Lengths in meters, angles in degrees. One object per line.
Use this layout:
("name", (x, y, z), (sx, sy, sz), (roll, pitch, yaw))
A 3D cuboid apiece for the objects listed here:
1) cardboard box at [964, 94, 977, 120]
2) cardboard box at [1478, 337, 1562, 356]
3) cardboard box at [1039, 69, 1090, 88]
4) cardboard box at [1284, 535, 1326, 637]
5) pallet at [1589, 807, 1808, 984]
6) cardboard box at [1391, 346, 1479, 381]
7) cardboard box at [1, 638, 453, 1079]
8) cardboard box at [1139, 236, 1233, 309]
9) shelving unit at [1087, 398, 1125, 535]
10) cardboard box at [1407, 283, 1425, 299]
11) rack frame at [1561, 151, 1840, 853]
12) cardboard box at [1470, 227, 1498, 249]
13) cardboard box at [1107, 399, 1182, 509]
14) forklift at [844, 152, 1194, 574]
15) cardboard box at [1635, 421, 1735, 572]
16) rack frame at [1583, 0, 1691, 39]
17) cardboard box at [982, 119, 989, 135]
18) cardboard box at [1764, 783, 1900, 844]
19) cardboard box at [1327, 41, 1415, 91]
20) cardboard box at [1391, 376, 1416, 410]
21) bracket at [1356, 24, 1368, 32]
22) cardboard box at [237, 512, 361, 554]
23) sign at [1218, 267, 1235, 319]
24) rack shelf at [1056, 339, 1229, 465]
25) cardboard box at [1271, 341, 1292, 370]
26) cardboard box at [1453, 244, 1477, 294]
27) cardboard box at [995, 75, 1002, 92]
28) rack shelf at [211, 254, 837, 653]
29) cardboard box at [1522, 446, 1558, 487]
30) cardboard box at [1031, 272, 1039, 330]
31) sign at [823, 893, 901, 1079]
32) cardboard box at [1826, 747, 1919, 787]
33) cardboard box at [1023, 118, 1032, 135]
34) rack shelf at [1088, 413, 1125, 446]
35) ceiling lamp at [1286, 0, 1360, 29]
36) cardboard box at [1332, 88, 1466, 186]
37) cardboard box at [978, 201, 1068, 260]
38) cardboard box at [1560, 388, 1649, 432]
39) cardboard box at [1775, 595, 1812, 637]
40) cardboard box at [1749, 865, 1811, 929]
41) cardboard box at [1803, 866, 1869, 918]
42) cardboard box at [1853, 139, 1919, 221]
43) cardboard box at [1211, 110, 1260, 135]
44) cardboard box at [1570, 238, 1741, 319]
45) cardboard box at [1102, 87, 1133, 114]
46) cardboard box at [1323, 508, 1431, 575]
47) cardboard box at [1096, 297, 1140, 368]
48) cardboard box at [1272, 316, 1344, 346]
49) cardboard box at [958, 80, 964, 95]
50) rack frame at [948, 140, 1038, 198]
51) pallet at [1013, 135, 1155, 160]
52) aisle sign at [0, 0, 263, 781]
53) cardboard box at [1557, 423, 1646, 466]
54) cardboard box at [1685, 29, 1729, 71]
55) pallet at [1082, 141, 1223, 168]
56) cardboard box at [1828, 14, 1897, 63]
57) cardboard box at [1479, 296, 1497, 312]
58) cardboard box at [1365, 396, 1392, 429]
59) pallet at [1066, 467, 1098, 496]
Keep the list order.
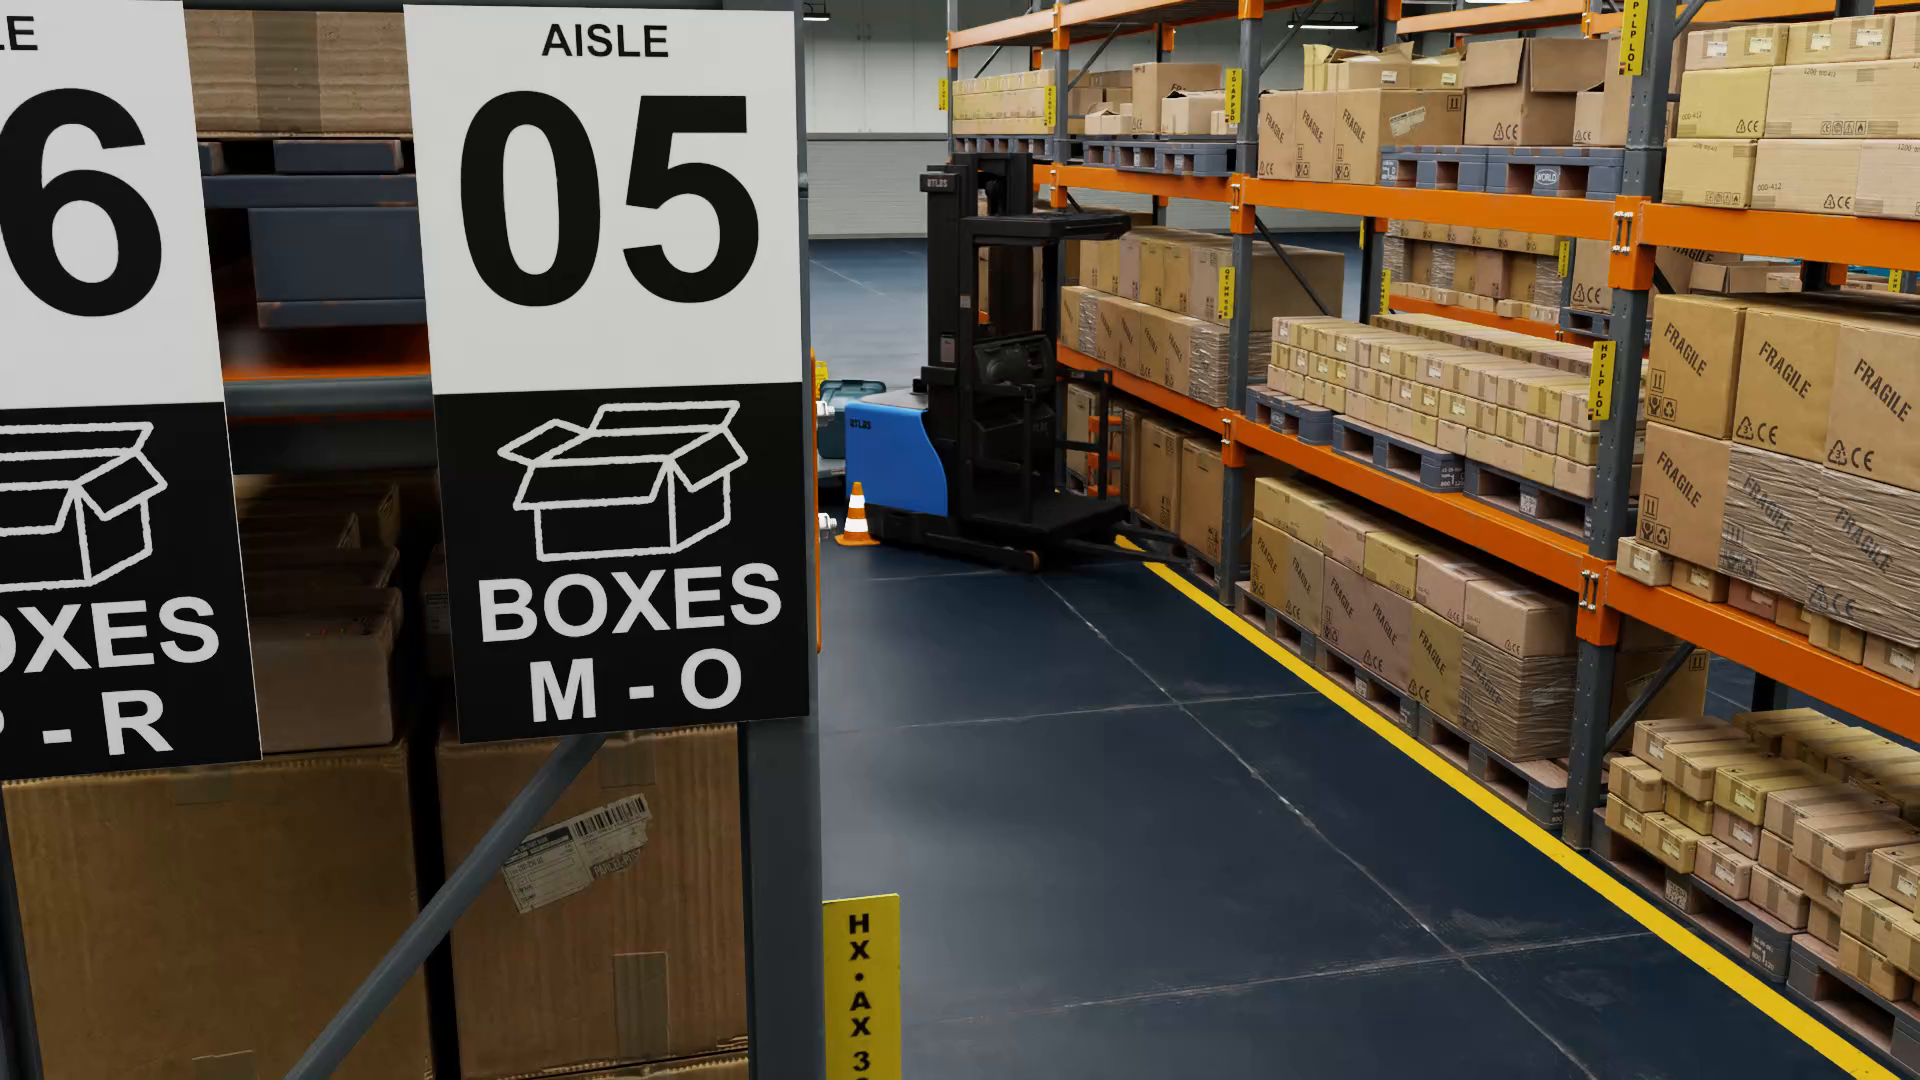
("cardboard box", (0.348, -4.432, 17.023), (0.500, 0.250, 0.500), (-3, 14, -14))
("cardboard box", (3.105, -1.033, 9.227), (0.380, 0.149, 0.250), (-3, 14, -10))
("cardboard box", (0.907, -4.013, 14.465), (0.380, 0.149, 0.250), (-3, 14, -14))
("cardboard box", (2.282, 0.255, 9.944), (0.500, 0.500, 0.500), (-3, 14, -13))
("pallet", (3.374, 1.382, 6.825), (1.003, 0.211, 1.213), (-3, 14, -13))
("cardboard box", (2.528, -0.941, 8.849), (0.380, 0.149, 0.250), (-3, 14, -14))
("cardboard box", (-1.011, 0.464, 2.389), (0.500, 0.500, 0.500), (-3, 14, -11))
("cardboard box", (1.784, -2.039, 12.637), (0.700, 0.500, 0.500), (-3, 14, -14))
("shelving unit", (1.144, -0.575, 13.070), (0.215, 1.050, 0.252), (-4, 14, -16))
("cardboard box", (5.207, -2.772, 18.483), (0.380, 0.149, 0.250), (-3, 14, -13))
("rack frame", (3.182, -0.126, 7.120), (1.000, 3.000, 0.127), (-3, 14, -13))
("cardboard box", (5.540, -3.222, 16.851), (0.500, 0.500, 0.500), (-3, 14, -13))
("cardboard box", (1.759, -0.721, 13.414), (1.050, 0.750, 0.750), (-3, 14, -13))
("forklift", (0.571, -1.324, 12.172), (3.031, 2.935, 1.130), (10, 17, 36))
("cardboard box", (3.053, -0.190, 6.548), (0.500, 0.500, 0.500), (-4, 14, -14))
("rack frame", (6.148, -5.138, 14.999), (1.000, 3.000, 0.127), (-3, 14, -13))
("cardboard box", (0.429, -4.093, 16.475), (0.380, 0.149, 0.250), (-3, 14, -14))
("cardboard box", (3.259, 1.039, 6.224), (0.380, 0.149, 0.250), (-4, 14, -15))
("cardboard box", (2.289, -2.642, 9.275), (0.396, 0.266, 0.258), (-3, 14, -13))
("cardboard box", (2.532, -0.793, 8.870), (0.380, 0.149, 0.250), (-3, 14, -11))
("bracket", (12.614, -16.068, 52.152), (0.235, 0.232, 0.430), (-3, 14, -13))
("cardboard box", (-1.171, 0.063, 2.663), (0.380, 0.149, 0.250), (-3, 14, -14))
("sign", (1.704, -1.579, 10.630), (0.100, 0.325, 0.005), (-3, 14, -13))
("rack shelf", (1.773, -1.160, 12.871), (1.077, 0.370, 4.000), (-3, 14, -13))
("cardboard box", (2.161, -1.152, 10.340), (0.380, 0.149, 0.250), (-3, 14, -11))
("cardboard box", (5.727, -2.869, 17.513), (0.875, 0.500, 0.500), (-3, 14, -13))
("cardboard box", (0.550, -4.363, 15.899), (0.380, 0.149, 0.250), (-3, 14, -12))
("rack shelf", (-1.136, -0.473, 3.737), (1.077, 0.370, 4.000), (-3, 14, -13))
("cardboard box", (2.835, -0.348, 7.675), (0.380, 0.149, 0.250), (-3, 14, -13))
("cardboard box", (1.054, -2.254, 15.517), (0.875, 0.550, 0.550), (-3, 14, -13))
("sign", (-0.125, 0.608, 2.128), (0.100, 0.325, 0.005), (-3, 14, -13))
("cardboard box", (3.683, 0.948, 6.596), (0.380, 0.149, 0.250), (-3, 14, -14))
("cardboard box", (0.785, -3.743, 15.039), (0.380, 0.149, 0.250), (-3, 14, -12))
("rack shelf", (1.144, -0.841, 13.005), (0.215, 0.259, 0.240), (-4, 14, -16))
("ceiling lamp", (9.698, -15.365, 44.557), (2.000, 3.185, 0.800), (-3, 14, -13))
("cardboard box", (2.365, -2.177, 8.988), (0.500, 0.500, 0.500), (-3, 14, -13))
("cardboard box", (0.632, -3.145, 16.888), (0.875, 0.550, 0.550), (-3, 14, -13))
("cardboard box", (2.898, -0.578, 7.364), (0.380, 0.149, 0.250), (-3, 14, -11))
("cardboard box", (3.235, 0.257, 6.084), (0.380, 0.149, 0.250), (-4, 14, -16))
("cardboard box", (3.235, 1.329, 6.289), (0.380, 0.149, 0.250), (-4, 14, -14))
("cardboard box", (3.297, 1.247, 5.997), (0.380, 0.149, 0.250), (-3, 14, -11))
("cardboard box", (3.264, -1.152, 5.318), (0.500, 0.250, 0.500), (-3, 14, -11))
("cardboard box", (1.888, -2.770, 11.023), (0.380, 0.166, 0.250), (-3, 14, -13))
("cardboard box", (6.199, -2.529, 14.808), (1.000, 1.000, 1.000), (-3, 14, -13))
("cardboard box", (1.461, -3.881, 14.765), (0.500, 0.250, 0.500), (-3, 14, -13))
("cardboard box", (2.392, 0.002, 9.400), (0.500, 0.250, 0.500), (-3, 14, -13))
("cardboard box", (1.399, -1.651, 13.155), (0.500, 0.500, 0.500), (-3, 14, -13))
("cardboard box", (2.164, -1.301, 10.322), (0.380, 0.149, 0.250), (-3, 14, -13))
("cardboard box", (0.191, -4.716, 17.344), (0.380, 0.149, 0.250), (-3, 14, -13))
("rack frame", (0.364, -2.894, 18.452), (1.000, 3.000, 0.127), (-3, 14, -13))
("pallet", (1.121, -3.574, 15.104), (1.003, 0.211, 1.213), (-3, 14, -13))
("aisle sign", (-0.951, -0.132, 1.671), (0.394, 0.787, 0.004), (-3, 14, -13))
("cardboard box", (2.897, -0.433, 7.396), (0.380, 0.149, 0.250), (-3, 14, -11))
("cardboard box", (3.015, -1.866, 6.346), (0.380, 0.149, 0.250), (-4, 14, -14))
("pallet", (1.566, -3.126, 13.487), (0.805, 0.209, 1.217), (-4, 14, -15))
("cardboard box", (3.177, -1.684, 5.601), (0.380, 0.149, 0.250), (-4, 14, -15))
("cardboard box", (5.567, -2.427, 17.068), (0.380, 0.149, 0.250), (-3, 14, -13))
("cardboard box", (2.465, -0.710, 9.157), (0.380, 0.149, 0.250), (-3, 14, -12))
("pallet", (1.558, -0.443, 14.294), (1.003, 0.211, 1.213), (-3, 14, -13))
